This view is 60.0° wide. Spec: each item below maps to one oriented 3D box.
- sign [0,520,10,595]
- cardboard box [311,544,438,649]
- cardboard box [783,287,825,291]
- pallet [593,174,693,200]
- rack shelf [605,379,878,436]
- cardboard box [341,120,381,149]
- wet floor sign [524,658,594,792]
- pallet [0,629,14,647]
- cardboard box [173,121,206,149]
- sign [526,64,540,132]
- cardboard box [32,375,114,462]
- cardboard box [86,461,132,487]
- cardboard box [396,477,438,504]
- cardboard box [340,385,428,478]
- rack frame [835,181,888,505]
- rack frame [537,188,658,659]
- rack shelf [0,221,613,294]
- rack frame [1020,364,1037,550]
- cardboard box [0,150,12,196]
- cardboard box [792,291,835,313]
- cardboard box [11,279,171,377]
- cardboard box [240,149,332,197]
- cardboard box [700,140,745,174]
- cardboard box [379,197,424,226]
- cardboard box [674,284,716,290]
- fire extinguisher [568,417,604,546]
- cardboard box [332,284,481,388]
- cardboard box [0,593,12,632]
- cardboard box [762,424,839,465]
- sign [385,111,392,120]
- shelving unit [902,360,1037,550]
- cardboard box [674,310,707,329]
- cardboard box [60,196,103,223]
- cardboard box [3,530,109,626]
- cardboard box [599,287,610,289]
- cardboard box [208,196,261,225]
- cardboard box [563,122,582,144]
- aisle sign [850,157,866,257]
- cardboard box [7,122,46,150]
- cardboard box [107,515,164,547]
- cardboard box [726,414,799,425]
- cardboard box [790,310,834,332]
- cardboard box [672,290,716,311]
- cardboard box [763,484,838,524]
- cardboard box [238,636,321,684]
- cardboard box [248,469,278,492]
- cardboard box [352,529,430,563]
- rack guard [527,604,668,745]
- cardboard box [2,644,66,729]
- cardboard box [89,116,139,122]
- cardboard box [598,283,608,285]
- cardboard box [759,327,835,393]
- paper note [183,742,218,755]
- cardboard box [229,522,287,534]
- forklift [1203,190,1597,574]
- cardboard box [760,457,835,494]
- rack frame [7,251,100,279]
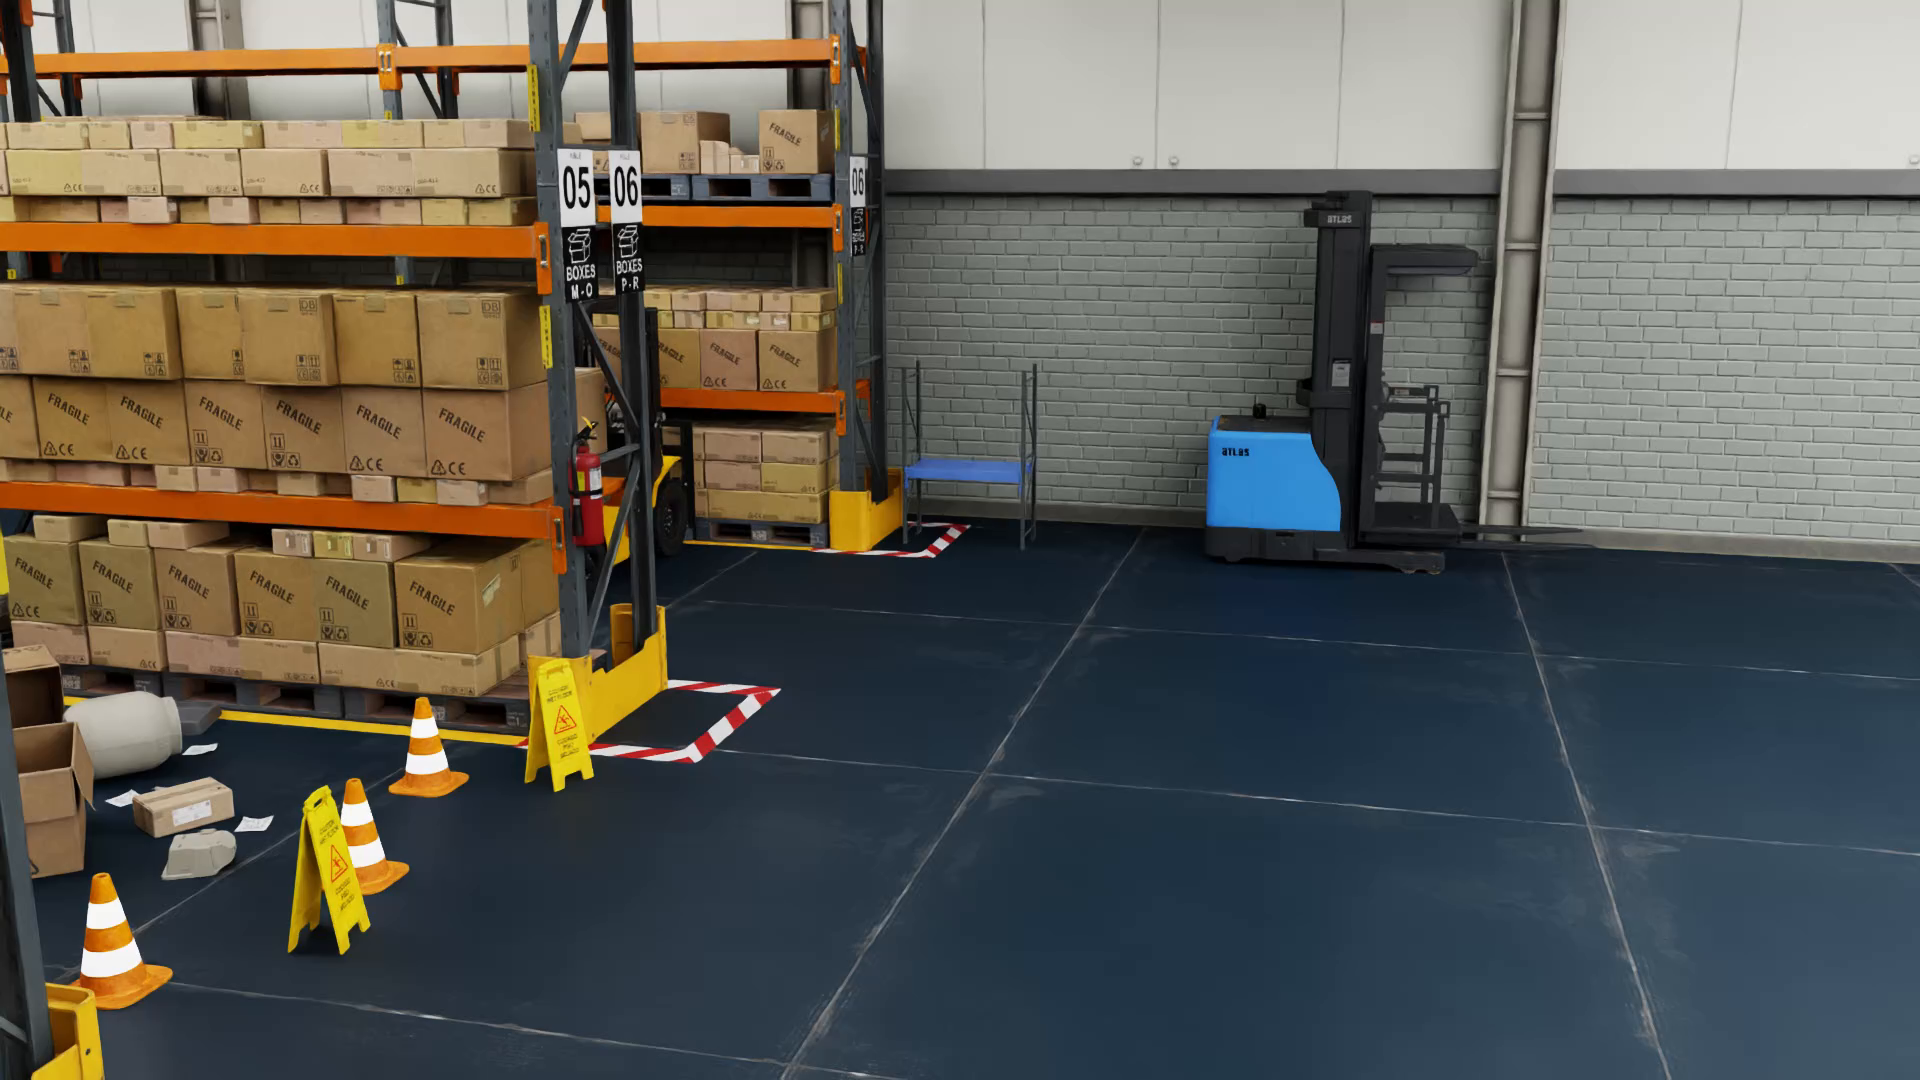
[{"bbox_3d":[-2.955,0.014,5.064,0.005,0.325,0.100,3,13,14],"label":"sign"},{"bbox_3d":[-3.354,0.304,9.587,0.500,0.500,0.500,4,13,16],"label":"cardboard box"},{"bbox_3d":[-1.339,-2.099,14.352,0.250,0.149,0.380,4,13,15],"label":"cardboard box"},{"bbox_3d":[-2.689,-3.025,14.221,1.213,0.211,1.003,3,13,14],"label":"pallet"},{"bbox_3d":[-2.762,-1.251,14.608,4.000,0.370,1.077,3,13,14],"label":"rack shelf"},{"bbox_3d":[-3.132,-2.196,9.019,0.250,0.149,0.380,3,13,14],"label":"cardboard box"},{"bbox_3d":[-2.078,0.930,8.553,0.232,0.644,0.267,8,15,33],"label":"wet floor sign"},{"bbox_3d":[-6.646,0.659,10.775,1.213,0.211,1.003,3,13,14],"label":"pallet"},{"bbox_3d":[-4.133,-2.245,9.240,0.250,0.149,0.380,3,13,15],"label":"cardboard box"},{"bbox_3d":[-2.159,-2.235,8.415,0.005,0.325,0.100,3,13,14],"label":"sign"},{"bbox_3d":[-5.036,-0.754,9.787,0.500,0.500,0.500,3,13,13],"label":"cardboard box"},{"bbox_3d":[-4.906,-0.426,9.808,0.250,0.149,0.380,3,13,15],"label":"cardboard box"},{"bbox_3d":[-2.937,-0.314,9.303,0.250,0.149,0.380,3,13,13],"label":"cardboard box"},{"bbox_3d":[-3.084,-0.646,9.301,0.500,0.500,0.500,3,13,14],"label":"cardboard box"},{"bbox_3d":[-0.820,-1.499,14.063,0.127,3.000,1.000,3,13,14],"label":"rack frame"},{"bbox_3d":[-2.006,-0.455,9.357,0.127,3.000,1.000,3,13,14],"label":"rack frame"},{"bbox_3d":[-3.948,-1.671,9.578,4.000,0.370,1.077,3,13,14],"label":"rack shelf"},{"bbox_3d":[0.576,-0.701,13.932,0.032,1.500,0.500,3,13,14],"label":"rack frame"},{"bbox_3d":[-5.528,-2.118,9.589,0.500,0.250,0.500,3,13,12],"label":"cardboard box"},{"bbox_3d":[-1.219,-1.983,13.833,0.250,0.149,0.380,3,13,14],"label":"cardboard box"},{"bbox_3d":[-5.024,-1.245,9.693,0.500,0.500,0.700,3,13,14],"label":"cardboard box"},{"bbox_3d":[-3.560,-2.013,9.116,0.500,0.250,0.500,3,13,15],"label":"cardboard box"},{"bbox_3d":[-1.944,-3.143,13.661,0.258,0.266,0.396,3,13,14],"label":"cardboard box"},{"bbox_3d":[-2.919,-1.783,8.999,0.250,0.149,0.380,3,13,15],"label":"cardboard box"},{"bbox_3d":[-2.331,-2.162,14.637,0.250,0.149,0.380,3,13,12],"label":"cardboard box"},{"bbox_3d":[-2.005,-0.314,8.902,0.183,0.674,0.296,3,13,14],"label":"fire extinguisher"},{"bbox_3d":[-3.044,-1.145,9.244,0.500,0.500,0.700,3,13,14],"label":"cardboard box"},{"bbox_3d":[-6.399,0.389,10.652,0.625,0.372,0.950,3,13,14],"label":"cardboard box"},{"bbox_3d":[-1.342,-0.808,14.019,0.500,0.250,0.500,4,13,15],"label":"cardboard box"},{"bbox_3d":[-4.825,-3.462,14.067,0.005,0.325,0.100,3,13,14],"label":"sign"},{"bbox_3d":[0.083,-0.728,14.051,1.048,1.500,0.538,3,13,14],"label":"shelving unit"},{"bbox_3d":[-2.225,-1.876,14.034,0.250,0.149,0.380,3,13,12],"label":"cardboard box"},{"bbox_3d":[-4.904,-1.900,9.526,0.250,0.149,0.380,3,13,15],"label":"cardboard box"},{"bbox_3d":[-5.381,0.197,10.070,0.500,0.500,0.500,4,13,16],"label":"cardboard box"},{"bbox_3d":[-3.196,-2.088,14.303,0.250,0.149,0.380,3,13,13],"label":"cardboard box"},{"bbox_3d":[-3.921,-1.826,9.195,0.250,0.149,0.380,3,13,13],"label":"cardboard box"},{"bbox_3d":[-2.302,-2.247,9.249,0.250,0.149,0.380,3,13,13],"label":"cardboard box"},{"bbox_3d":[-0.827,-2.702,13.487,0.004,0.787,0.394,3,13,14],"label":"aisle sign"},{"bbox_3d":[-5.148,-2.285,9.422,0.250,0.149,0.380,3,13,12],"label":"cardboard box"},{"bbox_3d":[-4.775,-0.075,9.795,0.250,0.149,0.380,4,13,16],"label":"cardboard box"},{"bbox_3d":[-1.728,-0.939,14.612,0.500,0.250,0.500,3,13,14],"label":"cardboard box"},{"bbox_3d":[-1.224,-1.823,13.797,0.250,0.149,0.380,3,13,14],"label":"cardboard box"},{"bbox_3d":[-2.230,-2.016,13.982,0.250,0.149,0.380,3,13,15],"label":"cardboard box"},{"bbox_3d":[-1.352,-0.319,14.125,0.500,0.250,0.500,3,13,14],"label":"cardboard box"},{"bbox_3d":[-3.866,0.643,9.789,0.500,0.250,0.500,3,13,12],"label":"cardboard box"},{"bbox_3d":[-3.900,-0.390,9.645,0.250,0.149,0.380,3,13,14],"label":"cardboard box"},{"bbox_3d":[-3.219,0.008,9.420,0.250,0.149,0.380,3,13,15],"label":"cardboard box"},{"bbox_3d":[-2.080,0.762,9.646,0.348,0.500,1.175,3,13,14],"label":"rack guard"},{"bbox_3d":[-5.175,0.899,9.023,0.500,0.500,0.500,-9,15,-35],"label":"cardboard box"},{"bbox_3d":[-7.429,-3.587,15.118,0.500,0.500,0.700,3,13,12],"label":"cardboard box"},{"bbox_3d":[-3.323,-2.214,14.871,0.250,0.149,0.380,3,13,13],"label":"cardboard box"},{"bbox_3d":[-1.361,-1.518,13.918,0.500,0.500,0.500,3,13,12],"label":"cardboard box"},{"bbox_3d":[-4.133,1.134,9.050,0.148,0.019,0.142,-1,13,-6],"label":"paper note"},{"bbox_3d":[-4.261,0.136,10.344,0.500,0.500,0.500,4,13,17],"label":"cardboard box"},{"bbox_3d":[3.533,-1.286,13.265,3.031,2.935,1.130,2,13,10],"label":"forklift"},{"bbox_3d":[-1.368,-0.565,14.078,0.500,0.250,0.500,3,13,13],"label":"cardboard box"},{"bbox_3d":[-8.587,-1.914,15.934,0.127,3.000,1.000,3,13,14],"label":"rack frame"}]
